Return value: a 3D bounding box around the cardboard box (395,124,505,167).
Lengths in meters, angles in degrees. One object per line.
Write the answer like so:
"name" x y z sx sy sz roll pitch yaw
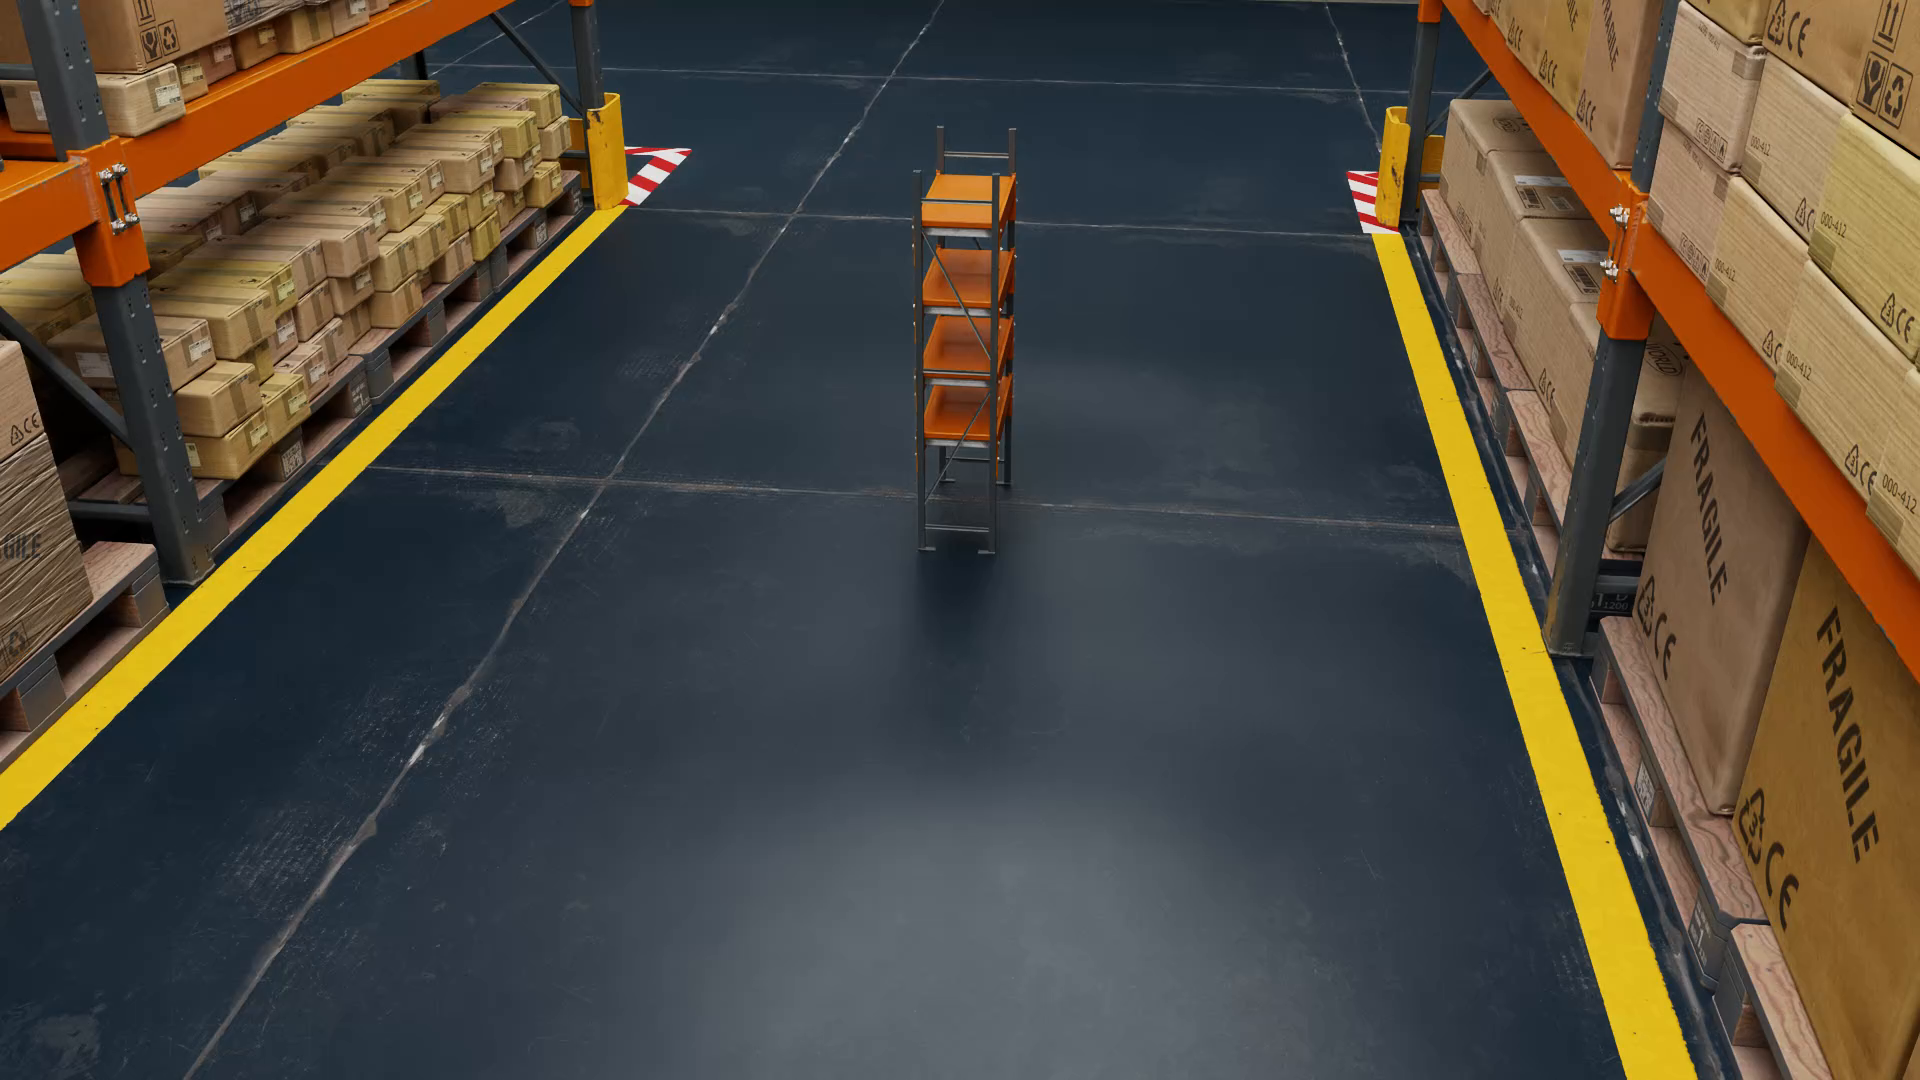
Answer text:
"cardboard box" -2.189 -1.681 7.144 0.380 0.149 0.250 2 28 4

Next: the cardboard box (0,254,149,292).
"cardboard box" -2.977 -0.847 5.596 0.380 0.149 0.250 3 28 6

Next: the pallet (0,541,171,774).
"pallet" -2.872 0.361 4.357 1.003 0.211 1.213 3 28 6

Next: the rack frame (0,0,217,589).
"rack frame" -2.778 -1.233 4.376 1.000 3.000 0.127 3 28 6

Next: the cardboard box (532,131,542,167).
"cardboard box" -2.155 -1.792 7.662 0.380 0.149 0.250 3 28 5

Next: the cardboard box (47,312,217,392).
"cardboard box" -2.530 -0.575 5.090 0.380 0.149 0.250 4 29 8

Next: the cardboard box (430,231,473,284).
"cardboard box" -2.234 -1.171 6.824 0.380 0.149 0.250 4 29 7

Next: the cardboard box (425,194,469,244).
"cardboard box" -2.232 -1.303 6.755 0.380 0.149 0.250 5 29 9

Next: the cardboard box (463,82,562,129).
"cardboard box" -2.101 -2.044 7.816 0.380 0.149 0.250 4 29 7

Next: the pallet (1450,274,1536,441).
"pallet" 2.465 -0.694 6.317 1.003 0.211 1.213 3 28 6

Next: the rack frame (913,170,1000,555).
"rack frame" -0.010 -0.491 4.897 0.240 1.200 0.015 3 28 6

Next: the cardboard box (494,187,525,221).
"cardboard box" -2.194 -1.539 7.508 0.380 0.149 0.250 3 28 6

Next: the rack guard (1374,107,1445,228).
"rack guard" 2.640 -1.787 8.039 1.175 0.500 0.348 3 28 6

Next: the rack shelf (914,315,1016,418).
"rack shelf" 0.020 -0.547 5.142 0.258 0.148 0.480 3 28 6

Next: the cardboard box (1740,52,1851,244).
"cardboard box" 1.777 -0.709 3.035 0.500 0.250 0.500 4 29 7

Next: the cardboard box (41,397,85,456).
"cardboard box" -3.068 -0.367 5.332 0.380 0.149 0.250 4 29 7

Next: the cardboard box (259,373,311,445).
"cardboard box" -2.382 -0.441 5.468 0.380 0.149 0.250 4 29 8

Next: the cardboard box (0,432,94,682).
"cardboard box" -2.619 0.046 4.195 0.500 0.500 0.500 3 28 5

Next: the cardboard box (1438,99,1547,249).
"cardboard box" 2.656 -1.616 7.346 0.875 0.438 0.875 2 28 4

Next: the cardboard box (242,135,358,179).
"cardboard box" -2.753 -1.581 6.958 0.380 0.149 0.250 4 29 8

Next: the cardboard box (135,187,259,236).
"cardboard box" -2.906 -1.225 6.298 0.380 0.149 0.250 2 28 4

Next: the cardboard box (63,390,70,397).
"cardboard box" -3.034 -0.589 5.429 0.380 0.149 0.250 2 28 4

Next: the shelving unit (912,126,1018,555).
"shelving unit" 0.020 -0.606 5.110 0.258 1.200 0.503 3 28 6

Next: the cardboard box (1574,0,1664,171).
"cardboard box" 1.950 -1.270 4.339 0.500 0.500 0.500 4 29 7

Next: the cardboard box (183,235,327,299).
"cardboard box" -2.446 -0.947 5.781 0.380 0.149 0.250 3 28 5

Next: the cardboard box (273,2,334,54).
"cardboard box" -2.345 -1.734 5.570 0.380 0.149 0.250 4 29 7

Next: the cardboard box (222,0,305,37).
"cardboard box" -2.414 -1.860 5.120 0.500 0.500 0.500 3 28 6

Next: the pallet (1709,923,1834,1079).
"pallet" 1.981 1.178 2.840 1.003 0.211 1.213 3 28 6

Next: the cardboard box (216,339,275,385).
"cardboard box" -2.474 -0.570 5.395 0.380 0.149 0.250 4 29 7

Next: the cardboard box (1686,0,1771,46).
"cardboard box" 1.808 -1.287 3.316 0.500 0.500 0.500 4 29 7

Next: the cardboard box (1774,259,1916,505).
"cardboard box" 1.691 -0.251 2.711 0.500 0.250 0.500 3 28 6

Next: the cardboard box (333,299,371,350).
"cardboard box" -2.423 -0.812 6.157 0.380 0.149 0.250 2 28 4

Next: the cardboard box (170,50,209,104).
"cardboard box" -2.460 -1.363 4.881 0.380 0.149 0.250 4 29 8

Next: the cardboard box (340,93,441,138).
"cardboard box" -2.604 -1.944 7.631 0.380 0.149 0.250 4 29 7

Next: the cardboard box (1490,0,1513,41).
"cardboard box" 2.134 -1.996 5.686 0.500 0.500 0.500 4 29 8

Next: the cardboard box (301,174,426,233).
"cardboard box" -2.313 -1.309 6.453 0.380 0.149 0.250 3 29 6

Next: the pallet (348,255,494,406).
"pallet" -2.584 -0.899 6.697 1.003 0.211 1.213 3 28 6

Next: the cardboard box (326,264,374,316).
"cardboard box" -2.387 -0.942 6.085 0.380 0.149 0.250 5 29 9

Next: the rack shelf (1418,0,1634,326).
"rack shelf" 2.392 -1.618 5.848 1.077 0.370 4.000 3 28 6

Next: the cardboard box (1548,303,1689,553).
"cardboard box" 2.331 -0.339 4.975 0.875 0.438 0.875 3 28 5

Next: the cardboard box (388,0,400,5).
"cardboard box" -2.309 -2.108 6.266 0.380 0.149 0.250 4 29 7
